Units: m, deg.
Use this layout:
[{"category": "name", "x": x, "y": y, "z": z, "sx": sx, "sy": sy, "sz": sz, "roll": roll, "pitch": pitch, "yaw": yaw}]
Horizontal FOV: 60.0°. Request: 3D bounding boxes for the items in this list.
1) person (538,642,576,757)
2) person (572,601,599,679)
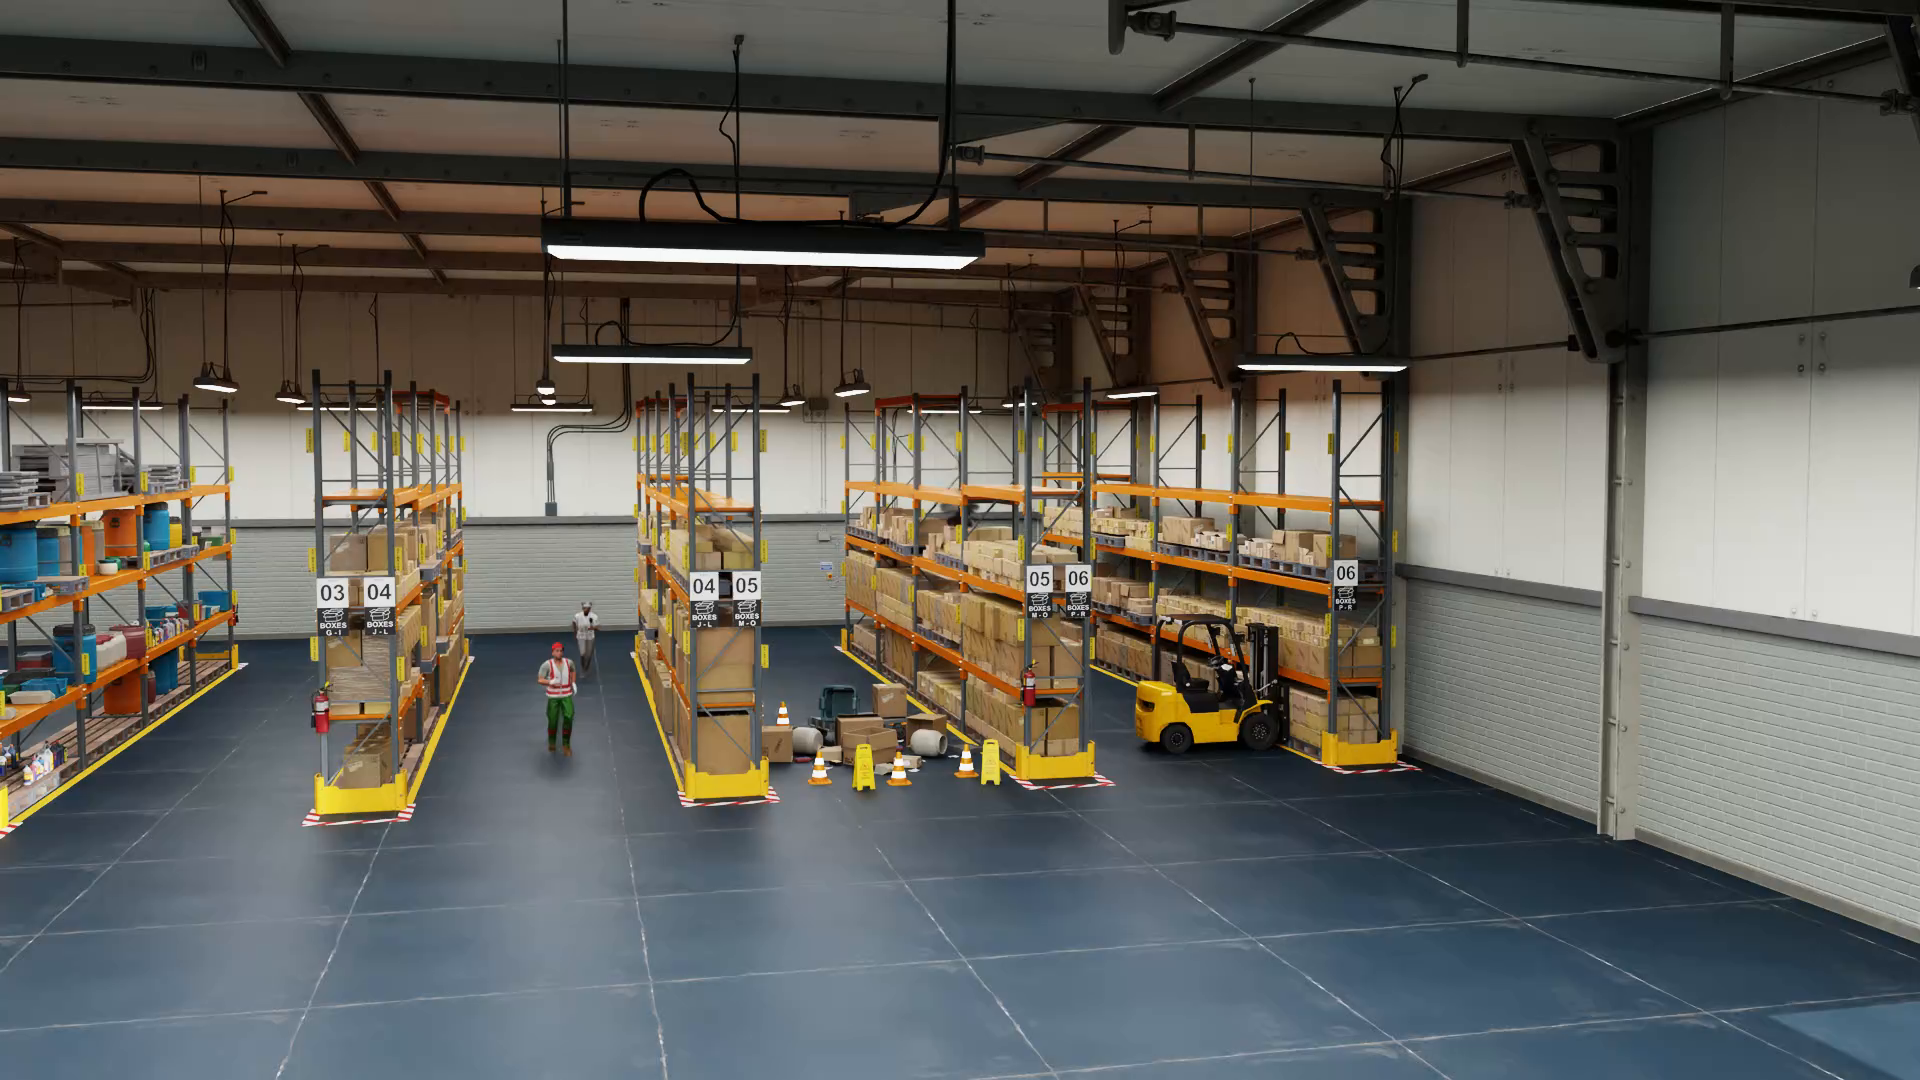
[{"category": "person", "x": -6.464, "y": 2.564, "z": 26.761, "sx": 0.664, "sy": 1.852, "sz": 0.775, "roll": -2, "pitch": 4, "yaw": -25}, {"category": "person", "x": -7.971, "y": 2.124, "z": 35.455, "sx": 0.528, "sy": 1.674, "sz": 0.796, "roll": -1, "pitch": 3, "yaw": -20}]
